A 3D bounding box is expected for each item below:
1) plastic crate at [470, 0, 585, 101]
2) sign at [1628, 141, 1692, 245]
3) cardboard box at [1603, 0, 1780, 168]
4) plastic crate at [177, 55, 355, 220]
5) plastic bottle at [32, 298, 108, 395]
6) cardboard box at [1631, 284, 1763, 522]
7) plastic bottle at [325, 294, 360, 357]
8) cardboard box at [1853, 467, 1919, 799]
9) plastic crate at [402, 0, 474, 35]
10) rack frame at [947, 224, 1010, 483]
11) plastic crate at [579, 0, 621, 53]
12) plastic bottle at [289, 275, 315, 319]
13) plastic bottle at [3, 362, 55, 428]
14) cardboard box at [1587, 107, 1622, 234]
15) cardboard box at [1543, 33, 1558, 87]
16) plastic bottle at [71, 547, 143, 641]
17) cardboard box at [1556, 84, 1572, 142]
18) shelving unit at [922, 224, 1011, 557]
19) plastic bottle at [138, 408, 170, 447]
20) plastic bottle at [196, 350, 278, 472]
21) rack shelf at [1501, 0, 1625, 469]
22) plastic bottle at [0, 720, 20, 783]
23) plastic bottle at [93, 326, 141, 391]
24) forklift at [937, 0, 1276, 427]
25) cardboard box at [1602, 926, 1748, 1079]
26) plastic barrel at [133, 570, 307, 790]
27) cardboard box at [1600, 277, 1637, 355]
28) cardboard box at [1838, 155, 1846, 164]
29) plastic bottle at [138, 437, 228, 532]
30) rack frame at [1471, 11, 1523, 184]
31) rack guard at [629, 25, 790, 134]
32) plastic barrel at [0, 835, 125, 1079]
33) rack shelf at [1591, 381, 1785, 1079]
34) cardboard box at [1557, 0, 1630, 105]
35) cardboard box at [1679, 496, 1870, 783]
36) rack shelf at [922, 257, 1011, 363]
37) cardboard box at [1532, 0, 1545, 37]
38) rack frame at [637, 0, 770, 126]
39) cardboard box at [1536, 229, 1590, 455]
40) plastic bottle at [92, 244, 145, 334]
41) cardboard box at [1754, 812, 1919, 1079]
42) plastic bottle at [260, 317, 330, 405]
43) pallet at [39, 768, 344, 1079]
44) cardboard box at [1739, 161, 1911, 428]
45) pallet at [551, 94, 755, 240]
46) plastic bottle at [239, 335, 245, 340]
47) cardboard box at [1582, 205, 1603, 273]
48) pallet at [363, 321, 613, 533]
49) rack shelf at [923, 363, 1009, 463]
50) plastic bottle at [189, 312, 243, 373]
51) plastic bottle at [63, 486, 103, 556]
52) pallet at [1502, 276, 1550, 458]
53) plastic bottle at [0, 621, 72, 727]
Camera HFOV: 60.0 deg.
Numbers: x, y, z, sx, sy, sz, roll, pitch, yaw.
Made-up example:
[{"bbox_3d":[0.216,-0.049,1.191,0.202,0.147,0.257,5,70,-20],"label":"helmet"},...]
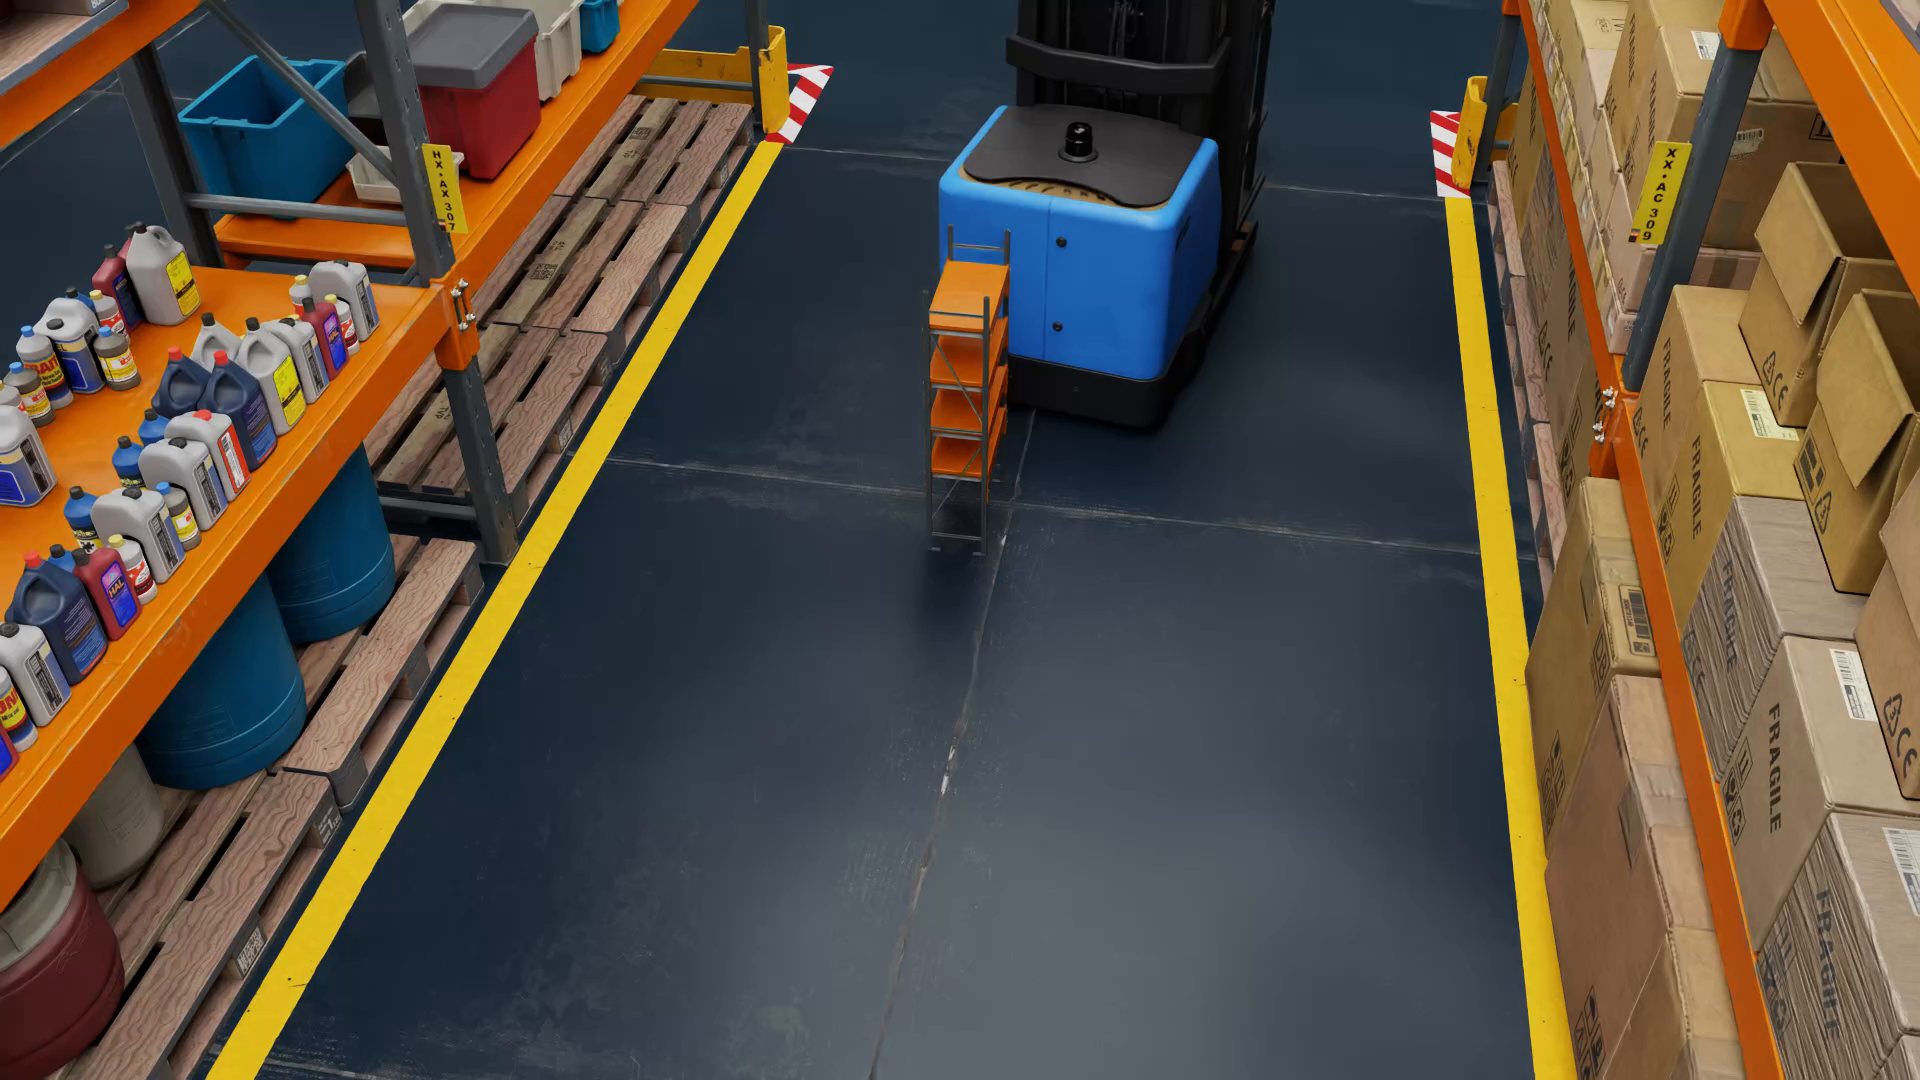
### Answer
[{"bbox_3d":[-1.832,-2.053,6.925,0.437,0.282,0.530,6,40,8],"label":"plastic crate"},{"bbox_3d":[2.054,-1.016,4.883,0.100,0.325,0.005,6,40,8],"label":"sign"},{"bbox_3d":[2.508,-1.569,5.590,0.500,0.500,0.500,7,40,8],"label":"cardboard box"},{"bbox_3d":[-2.533,-1.485,6.158,0.392,0.384,0.575,6,40,8],"label":"plastic crate"},{"bbox_3d":[-2.796,-0.612,5.233,0.152,0.276,0.135,6,40,8],"label":"plastic bottle"},{"bbox_3d":[2.275,-0.369,4.764,0.500,0.500,0.500,7,40,8],"label":"cardboard box"},{"bbox_3d":[-2.021,-0.702,5.401,0.097,0.201,0.097,0,40,0],"label":"plastic bottle"},{"bbox_3d":[2.276,0.206,3.281,0.797,0.503,0.637,8,40,9],"label":"cardboard box"},{"bbox_3d":[-2.272,-2.185,7.199,0.293,0.136,0.466,6,40,8],"label":"plastic crate"},{"bbox_3d":[0.071,-0.719,6.679,0.240,1.200,0.015,6,40,8],"label":"rack frame"},{"bbox_3d":[-1.688,-2.289,7.249,0.416,0.233,0.300,6,40,8],"label":"plastic crate"},{"bbox_3d":[-2.154,-0.780,5.495,0.097,0.201,0.097,0,40,0],"label":"plastic bottle"},{"bbox_3d":[-2.860,-0.452,5.099,0.097,0.201,0.097,0,40,0],"label":"plastic bottle"},{"bbox_3d":[2.506,-1.279,5.828,0.500,0.250,0.500,8,40,9],"label":"cardboard box"},{"bbox_3d":[2.686,-2.011,7.026,0.380,0.149,0.250,6,40,7],"label":"cardboard box"},{"bbox_3d":[-2.236,0.116,4.347,0.061,0.283,0.133,6,40,8],"label":"plastic bottle"},{"bbox_3d":[2.598,-1.688,6.635,0.380,0.149,0.250,7,40,8],"label":"cardboard box"},{"bbox_3d":[0.029,-0.566,6.493,0.258,1.200,0.503,6,40,8],"label":"shelving unit"},{"bbox_3d":[-2.304,-0.261,4.813,0.097,0.271,0.097,0,40,0],"label":"plastic bottle"},{"bbox_3d":[-2.146,-0.390,4.906,0.144,0.351,0.185,6,40,8],"label":"plastic bottle"},{"bbox_3d":[2.947,-1.569,6.859,1.077,0.370,4.000,6,40,8],"label":"rack shelf"},{"bbox_3d":[-2.332,0.462,3.929,0.061,0.283,0.133,6,40,8],"label":"plastic bottle"},{"bbox_3d":[-2.670,-0.581,5.254,0.097,0.201,0.097,0,40,0],"label":"plastic bottle"},{"bbox_3d":[0.884,-2.564,7.551,1.130,2.935,3.031,13,41,16],"label":"forklift"},{"bbox_3d":[2.210,1.587,3.815,1.225,0.875,0.875,7,40,8],"label":"cardboard box"},{"bbox_3d":[-2.511,0.293,5.358,0.600,0.901,0.708,6,40,8],"label":"plastic barrel"},{"bbox_3d":[2.331,-0.722,5.466,0.380,0.149,0.250,7,40,8],"label":"cardboard box"},{"bbox_3d":[2.935,-1.210,5.155,0.500,0.500,0.500,6,40,8],"label":"cardboard box"},{"bbox_3d":[-2.201,-0.177,4.707,0.152,0.276,0.135,6,40,8],"label":"plastic bottle"},{"bbox_3d":[3.293,-3.102,8.148,1.000,3.000,0.127,6,40,8],"label":"rack frame"},{"bbox_3d":[-1.594,-2.701,9.625,1.175,0.500,0.348,6,40,8],"label":"rack guard"},{"bbox_3d":[-2.707,1.123,4.601,0.600,0.588,0.708,6,40,8],"label":"plastic barrel"},{"bbox_3d":[2.254,0.941,3.822,1.077,0.370,4.000,6,40,8],"label":"rack shelf"},{"bbox_3d":[2.685,-1.917,6.599,0.500,0.250,0.500,6,40,7],"label":"cardboard box"},{"bbox_3d":[2.102,0.261,4.002,0.500,0.500,0.500,6,40,7],"label":"cardboard box"},{"bbox_3d":[0.029,-0.869,6.243,0.258,0.148,0.480,6,40,8],"label":"rack shelf"},{"bbox_3d":[2.775,-2.333,7.415,0.380,0.149,0.250,6,40,7],"label":"cardboard box"},{"bbox_3d":[-1.585,-3.648,8.808,1.000,3.000,0.127,6,40,8],"label":"rack frame"},{"bbox_3d":[2.949,-0.905,6.828,0.875,0.875,0.875,6,40,8],"label":"cardboard box"},{"bbox_3d":[-2.784,-0.826,5.486,0.061,0.283,0.133,6,40,8],"label":"plastic bottle"},{"bbox_3d":[1.928,0.905,3.223,0.500,0.500,0.500,5,40,6],"label":"cardboard box"},{"bbox_3d":[-2.091,-0.577,5.192,0.152,0.276,0.135,6,40,8],"label":"plastic bottle"},{"bbox_3d":[-2.661,1.185,5.151,1.003,0.211,1.213,6,40,8],"label":"pallet"},{"bbox_3d":[2.498,-0.615,4.274,0.797,0.503,0.637,5,40,7],"label":"cardboard box"},{"bbox_3d":[-1.766,-2.060,9.076,1.003,0.211,1.213,6,40,8],"label":"pallet"},{"bbox_3d":[-2.217,-0.551,5.218,0.097,0.201,0.097,0,40,0],"label":"plastic bottle"},{"bbox_3d":[2.420,-1.045,5.857,0.380,0.149,0.250,6,40,7],"label":"cardboard box"},{"bbox_3d":[-2.189,-0.529,7.224,1.003,0.211,1.213,6,40,8],"label":"pallet"},{"bbox_3d":[0.029,-0.514,6.536,0.258,0.148,0.480,6,40,8],"label":"rack shelf"},{"bbox_3d":[-2.256,-0.521,5.065,0.144,0.351,0.185,6,40,8],"label":"plastic bottle"},{"bbox_3d":[-2.367,-0.031,4.535,0.097,0.271,0.097,0,40,0],"label":"plastic bottle"},{"bbox_3d":[3.018,-0.753,7.495,1.003,0.211,1.213,6,40,8],"label":"pallet"},{"bbox_3d":[-2.337,0.314,4.113,0.152,0.276,0.135,6,40,8],"label":"plastic bottle"}]
